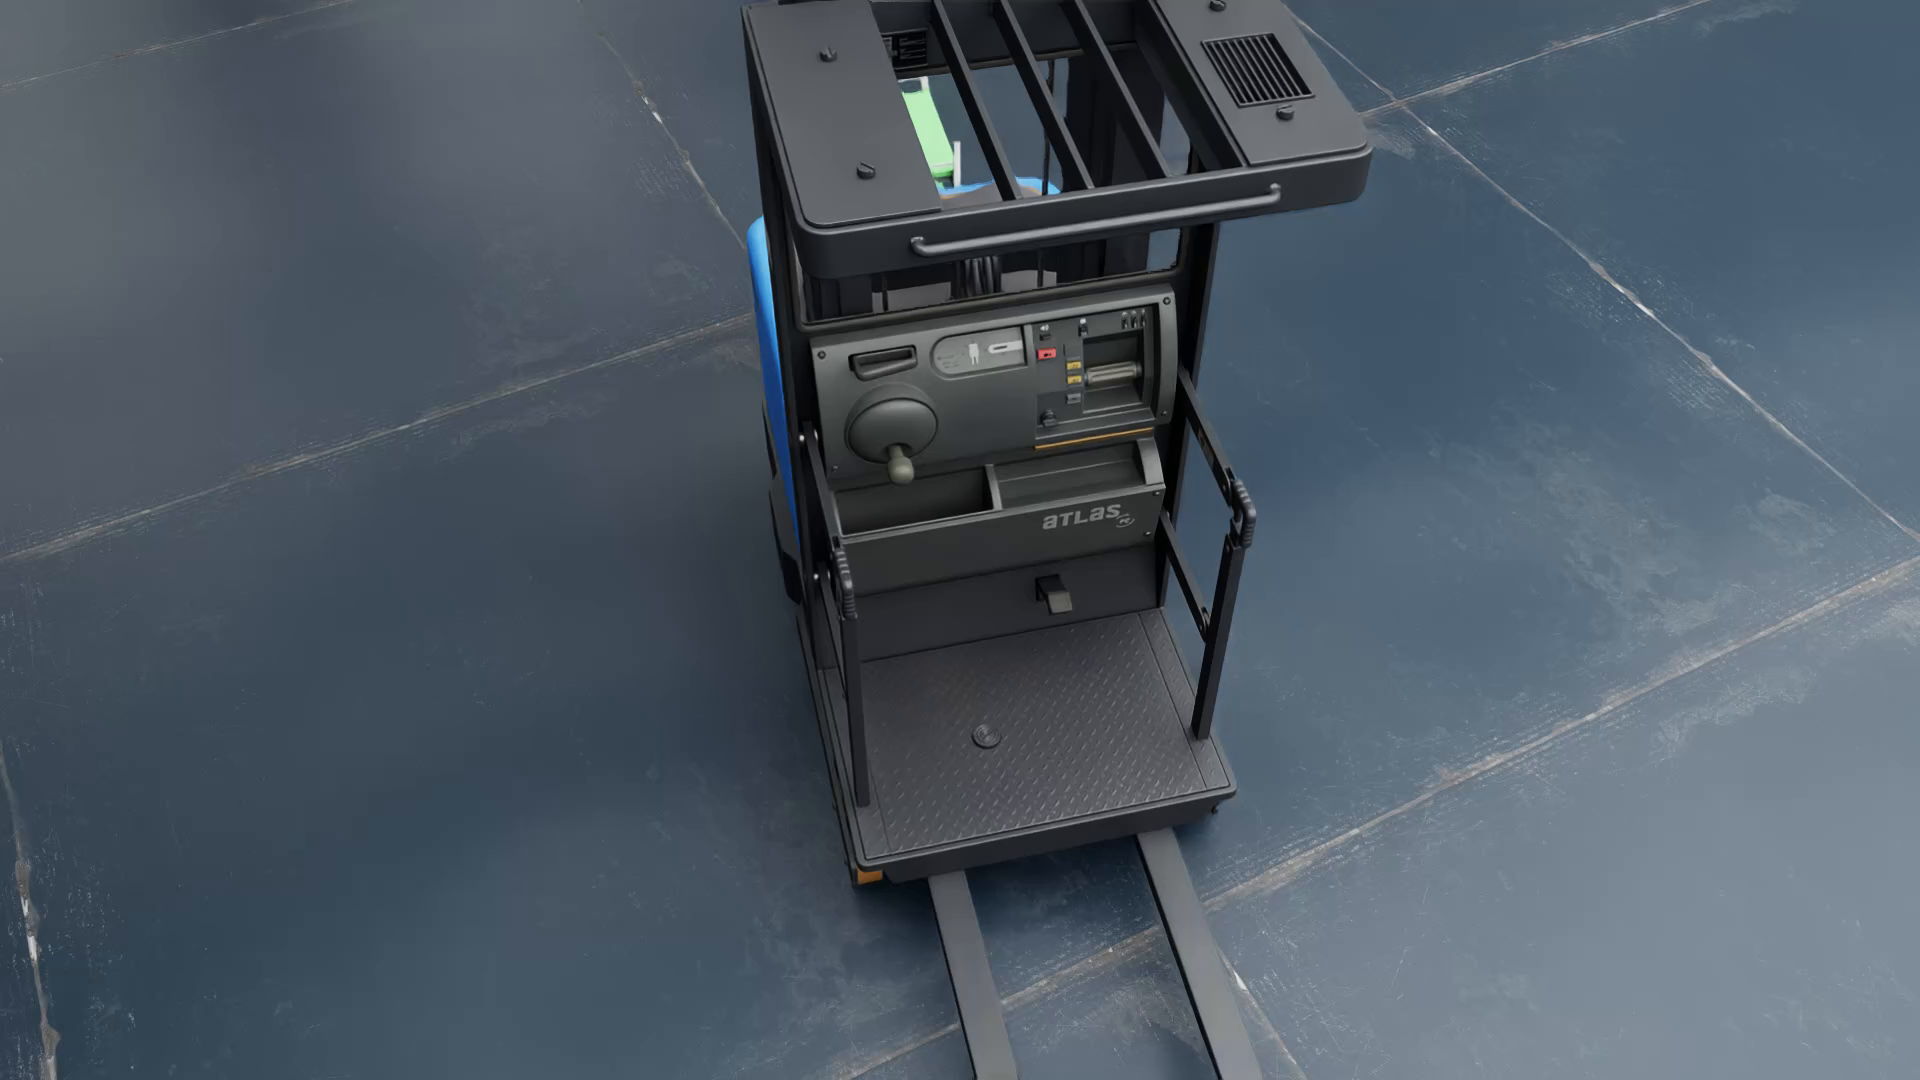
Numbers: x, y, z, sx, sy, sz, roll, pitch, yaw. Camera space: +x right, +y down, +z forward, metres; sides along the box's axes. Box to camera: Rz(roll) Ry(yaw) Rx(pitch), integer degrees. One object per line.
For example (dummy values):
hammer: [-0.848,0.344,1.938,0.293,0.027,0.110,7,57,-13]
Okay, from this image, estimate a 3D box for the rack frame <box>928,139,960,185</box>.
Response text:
rack frame: [-0.118,-0.851,5.697,0.240,1.200,0.015,-10,50,-9]

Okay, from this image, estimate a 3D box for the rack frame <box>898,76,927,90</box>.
rack frame: [-0.229,-1.209,6.010,0.240,1.200,0.015,-10,50,-9]

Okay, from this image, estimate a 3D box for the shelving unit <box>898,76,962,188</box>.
shelving unit: [-0.174,-1.030,5.853,0.258,1.200,0.503,-10,50,-9]

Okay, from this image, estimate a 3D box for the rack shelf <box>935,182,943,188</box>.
rack shelf: [-0.174,-1.146,5.721,0.258,0.148,0.480,-10,50,-9]

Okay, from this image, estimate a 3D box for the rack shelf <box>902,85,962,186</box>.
rack shelf: [-0.174,-1.304,5.540,0.258,0.148,0.480,-10,50,-9]

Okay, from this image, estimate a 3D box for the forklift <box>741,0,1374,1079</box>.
forklift: [0.148,-0.285,4.052,1.130,2.935,3.031,-10,50,-9]
